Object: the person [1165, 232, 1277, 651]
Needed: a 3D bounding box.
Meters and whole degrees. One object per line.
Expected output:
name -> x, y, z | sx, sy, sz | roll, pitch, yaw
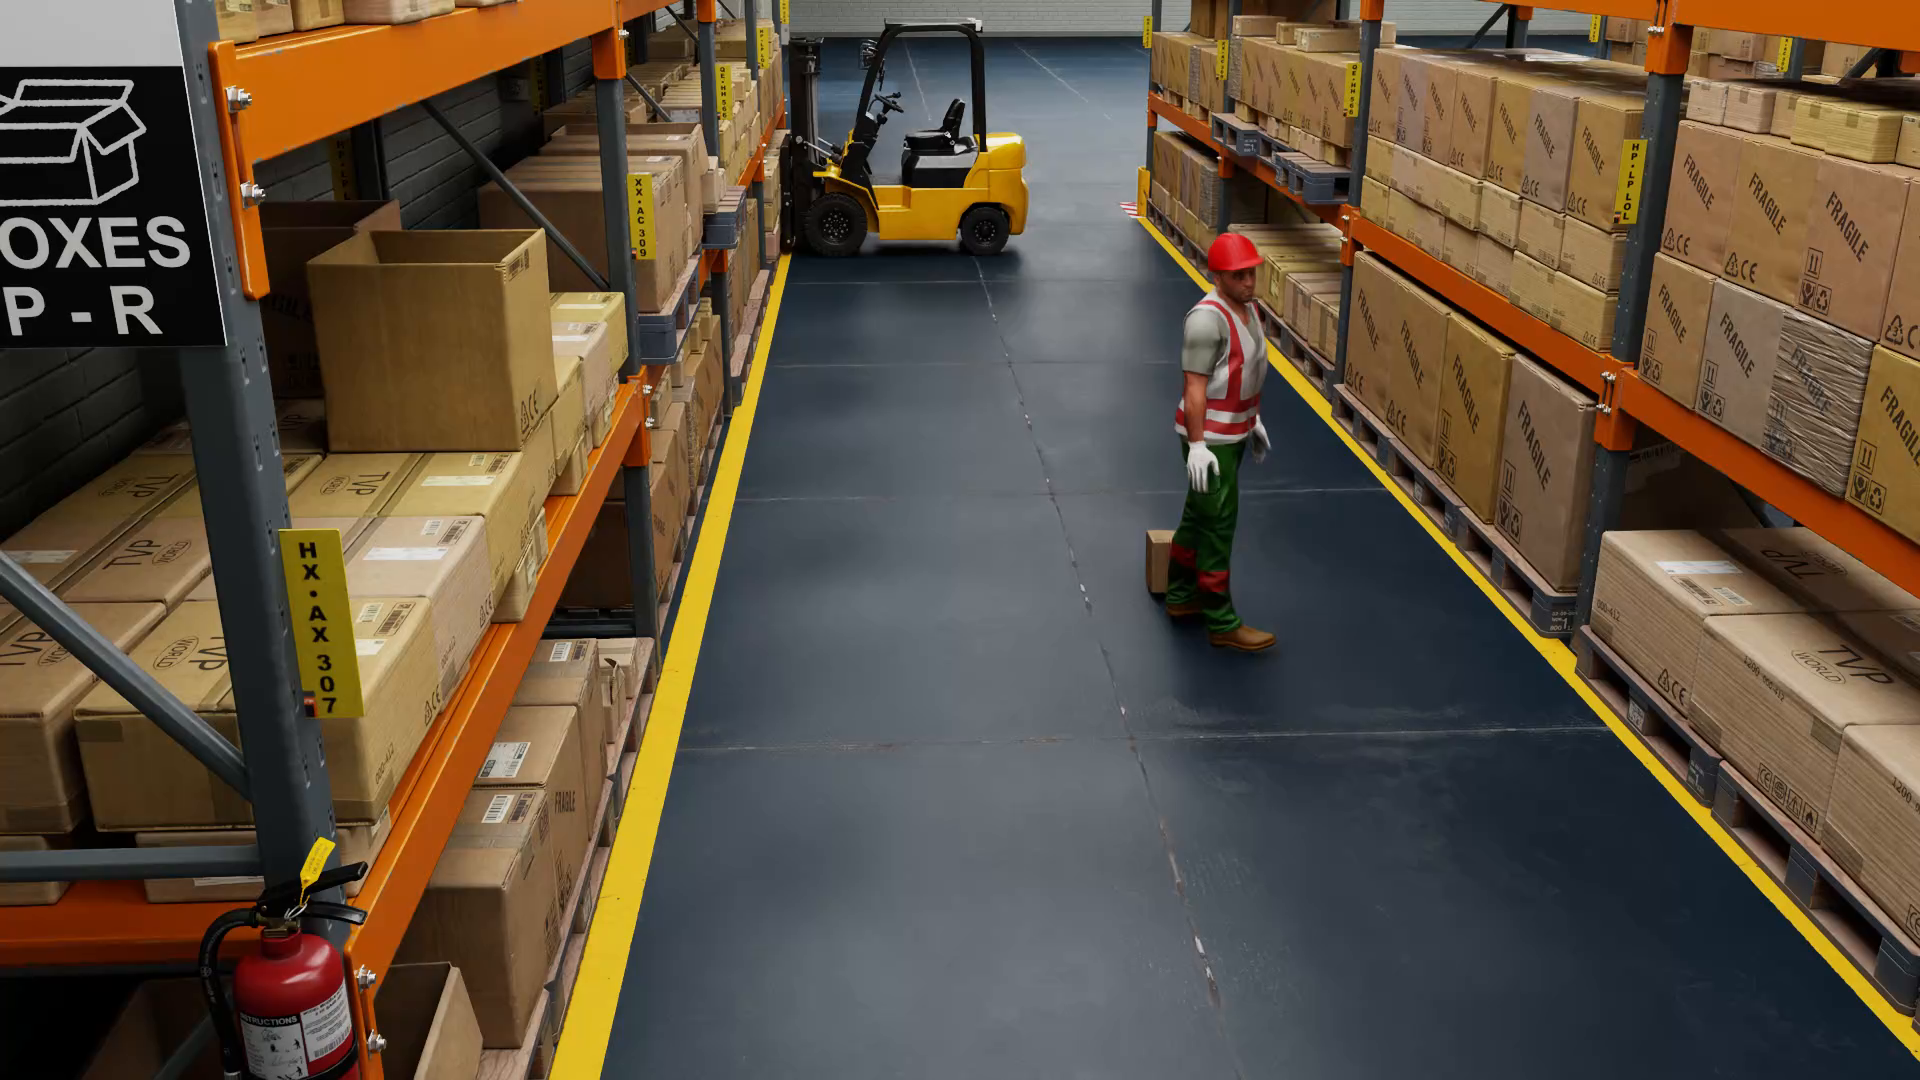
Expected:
person -> 1.149, -0.417, 7.106 | 0.589, 1.785, 0.633 | 10, 22, 25
